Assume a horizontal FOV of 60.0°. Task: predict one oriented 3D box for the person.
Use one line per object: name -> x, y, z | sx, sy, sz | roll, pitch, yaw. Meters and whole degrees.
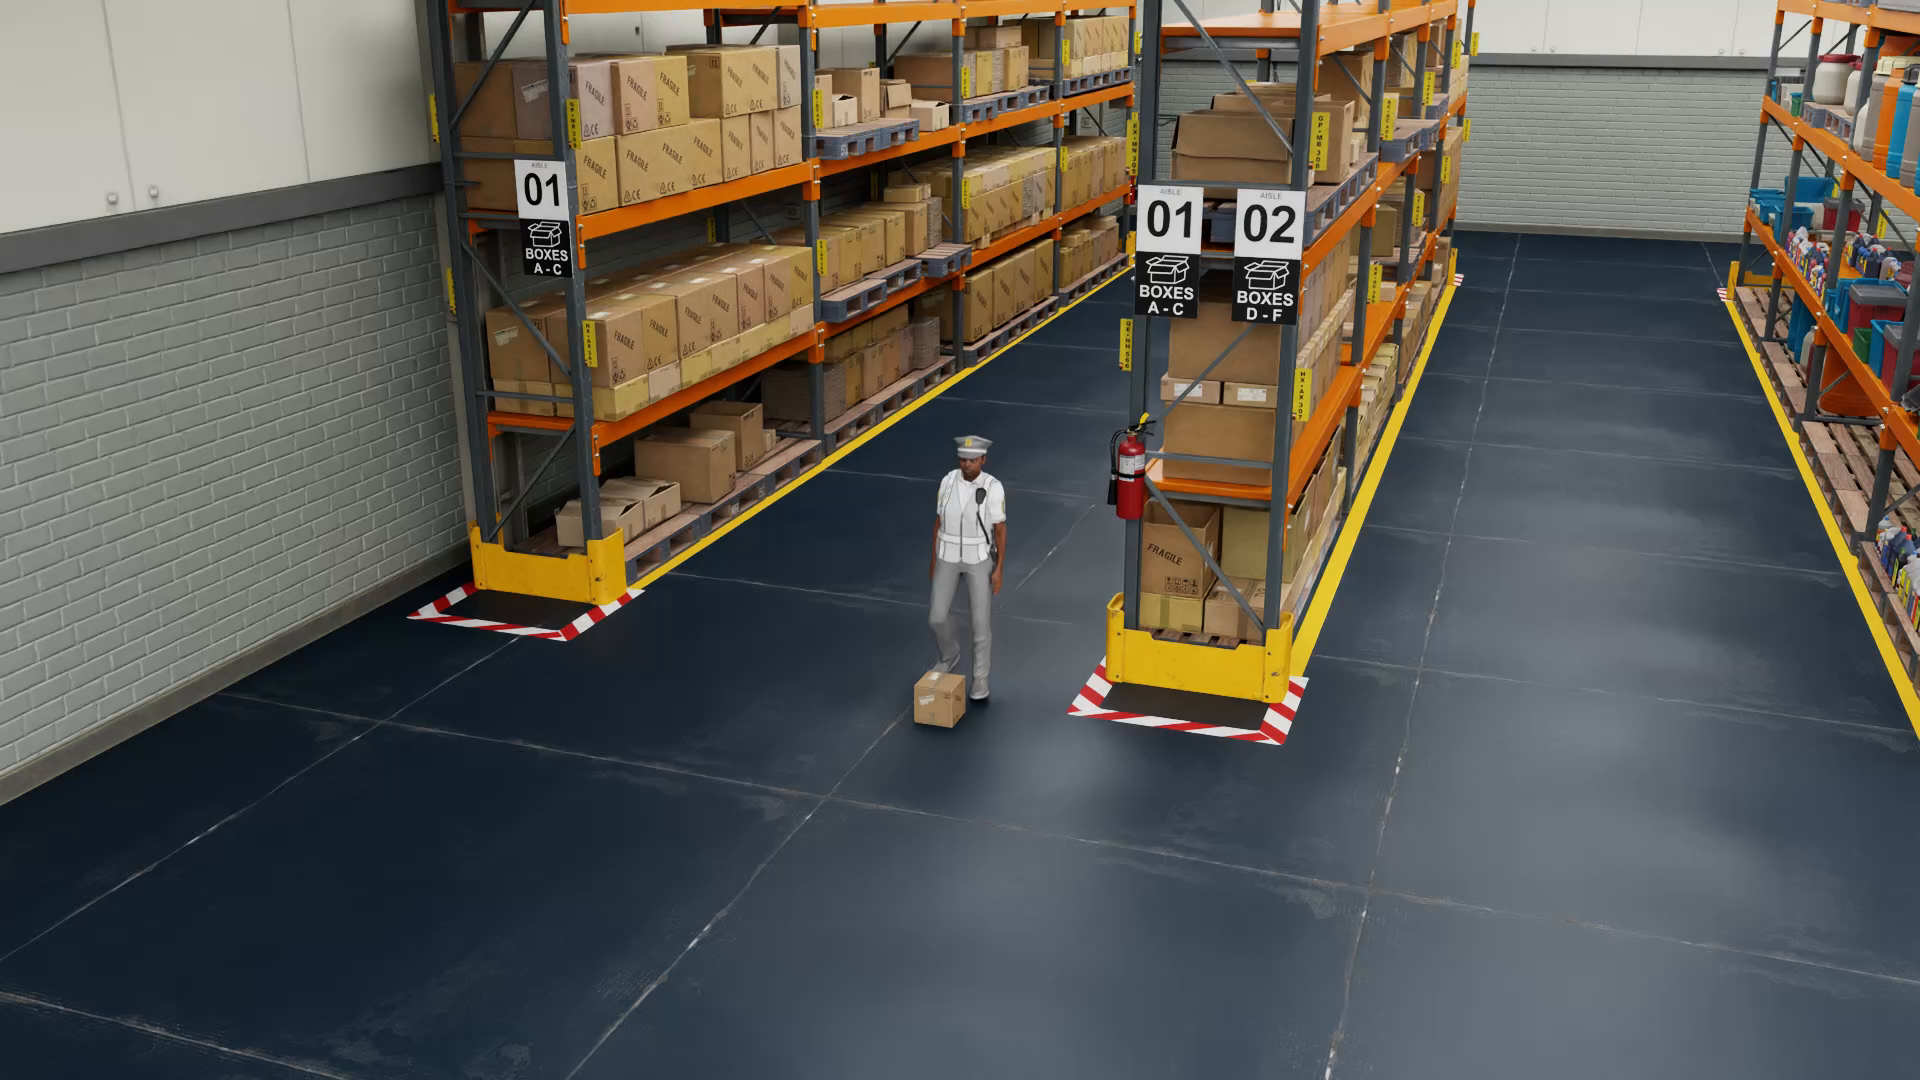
person -> 0.037, 0.159, 10.528 | 0.513, 1.706, 0.454 | 5, 19, 13
